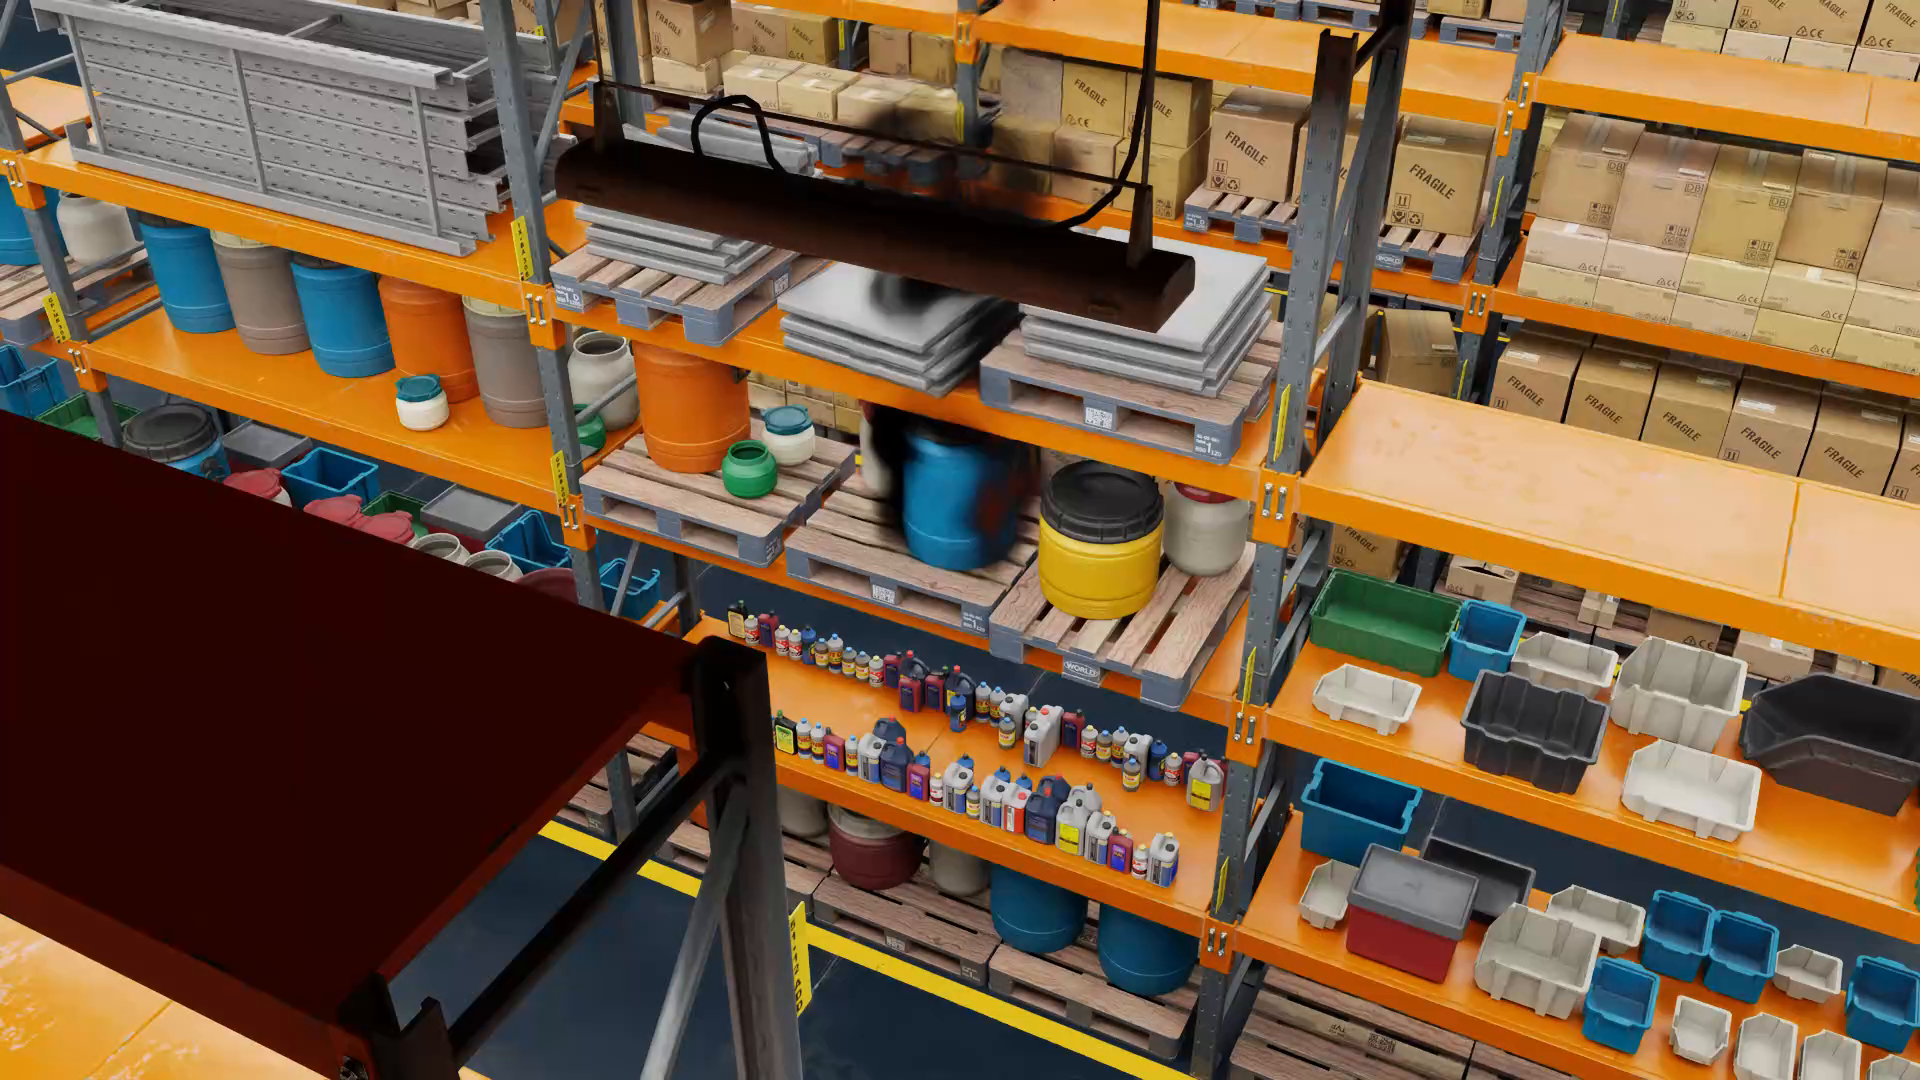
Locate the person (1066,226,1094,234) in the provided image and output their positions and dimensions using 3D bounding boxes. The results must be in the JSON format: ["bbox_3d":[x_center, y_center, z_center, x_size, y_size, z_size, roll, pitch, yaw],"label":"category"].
[{"bbox_3d":[1.196,-2.116,15.482,0.696,1.736,0.612,21,40,27],"label":"person"}]
